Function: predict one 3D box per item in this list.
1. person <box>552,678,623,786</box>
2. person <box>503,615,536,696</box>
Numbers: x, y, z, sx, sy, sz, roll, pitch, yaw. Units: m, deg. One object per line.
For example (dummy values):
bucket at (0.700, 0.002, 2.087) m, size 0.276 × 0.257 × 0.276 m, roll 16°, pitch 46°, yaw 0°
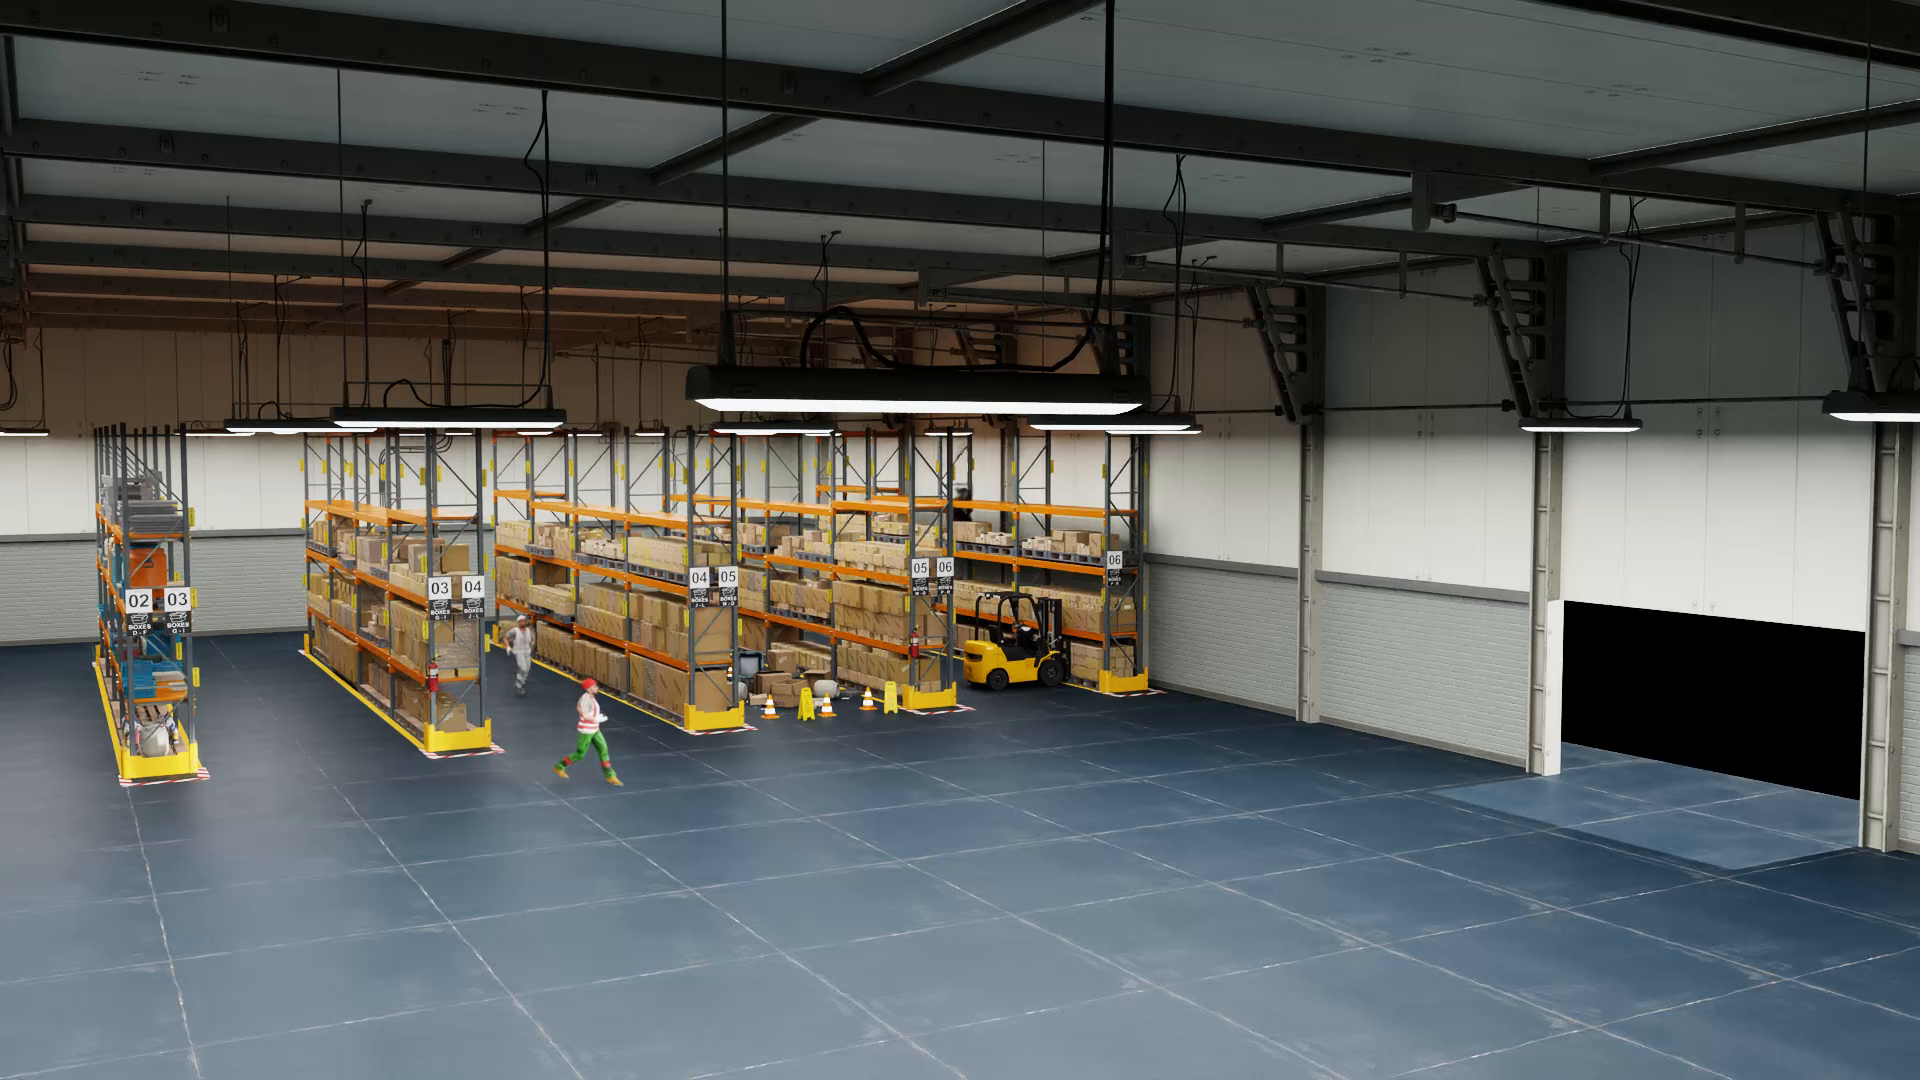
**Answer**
person at (-6.150, 3.175, 27.375) m, size 1.147 × 1.799 × 0.622 m, roll 0°, pitch 3°, yaw 6°
person at (-9.783, 2.579, 37.185) m, size 0.713 × 1.794 × 0.645 m, roll 3°, pitch 5°, yaw 45°
